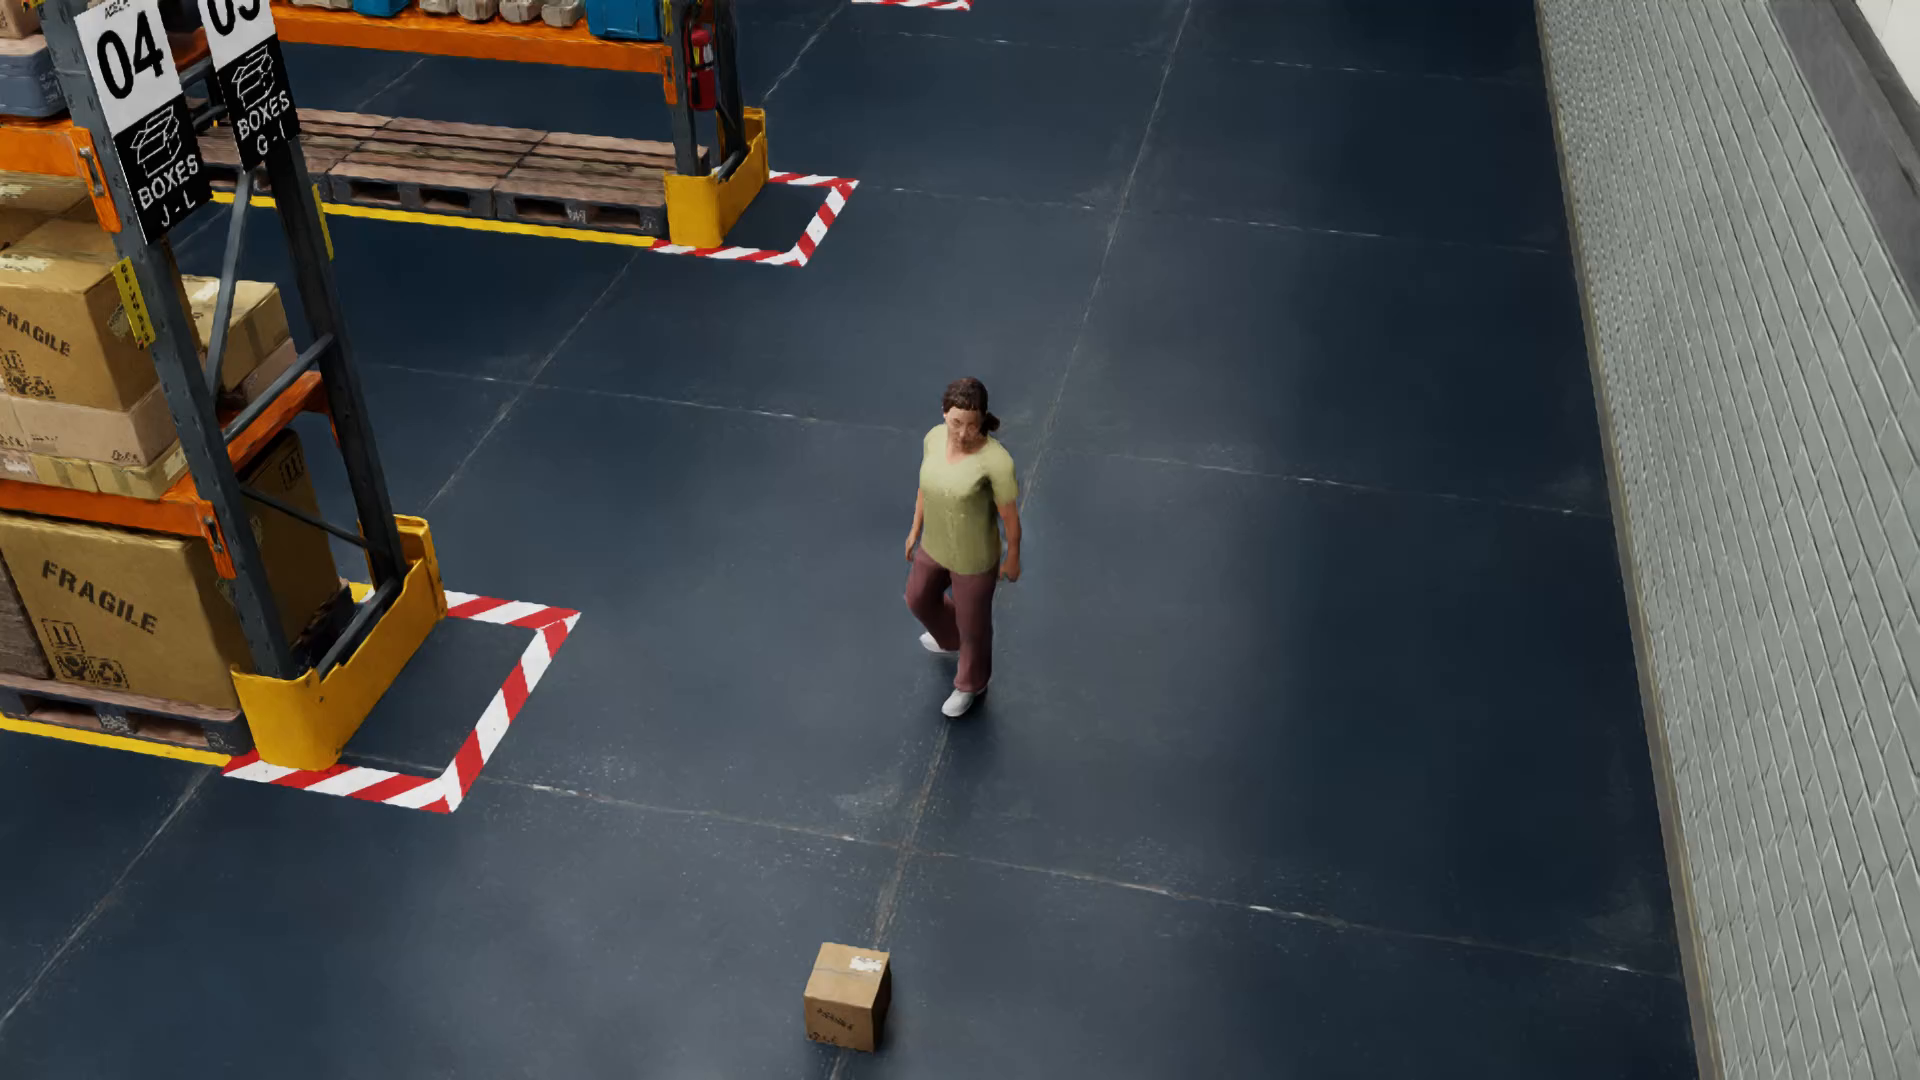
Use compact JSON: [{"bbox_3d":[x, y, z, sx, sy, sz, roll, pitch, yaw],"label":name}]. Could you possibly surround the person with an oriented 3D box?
[{"bbox_3d":[-0.014,0.097,7.020,0.630,1.413,0.409,30,46,33],"label":"person"}]
